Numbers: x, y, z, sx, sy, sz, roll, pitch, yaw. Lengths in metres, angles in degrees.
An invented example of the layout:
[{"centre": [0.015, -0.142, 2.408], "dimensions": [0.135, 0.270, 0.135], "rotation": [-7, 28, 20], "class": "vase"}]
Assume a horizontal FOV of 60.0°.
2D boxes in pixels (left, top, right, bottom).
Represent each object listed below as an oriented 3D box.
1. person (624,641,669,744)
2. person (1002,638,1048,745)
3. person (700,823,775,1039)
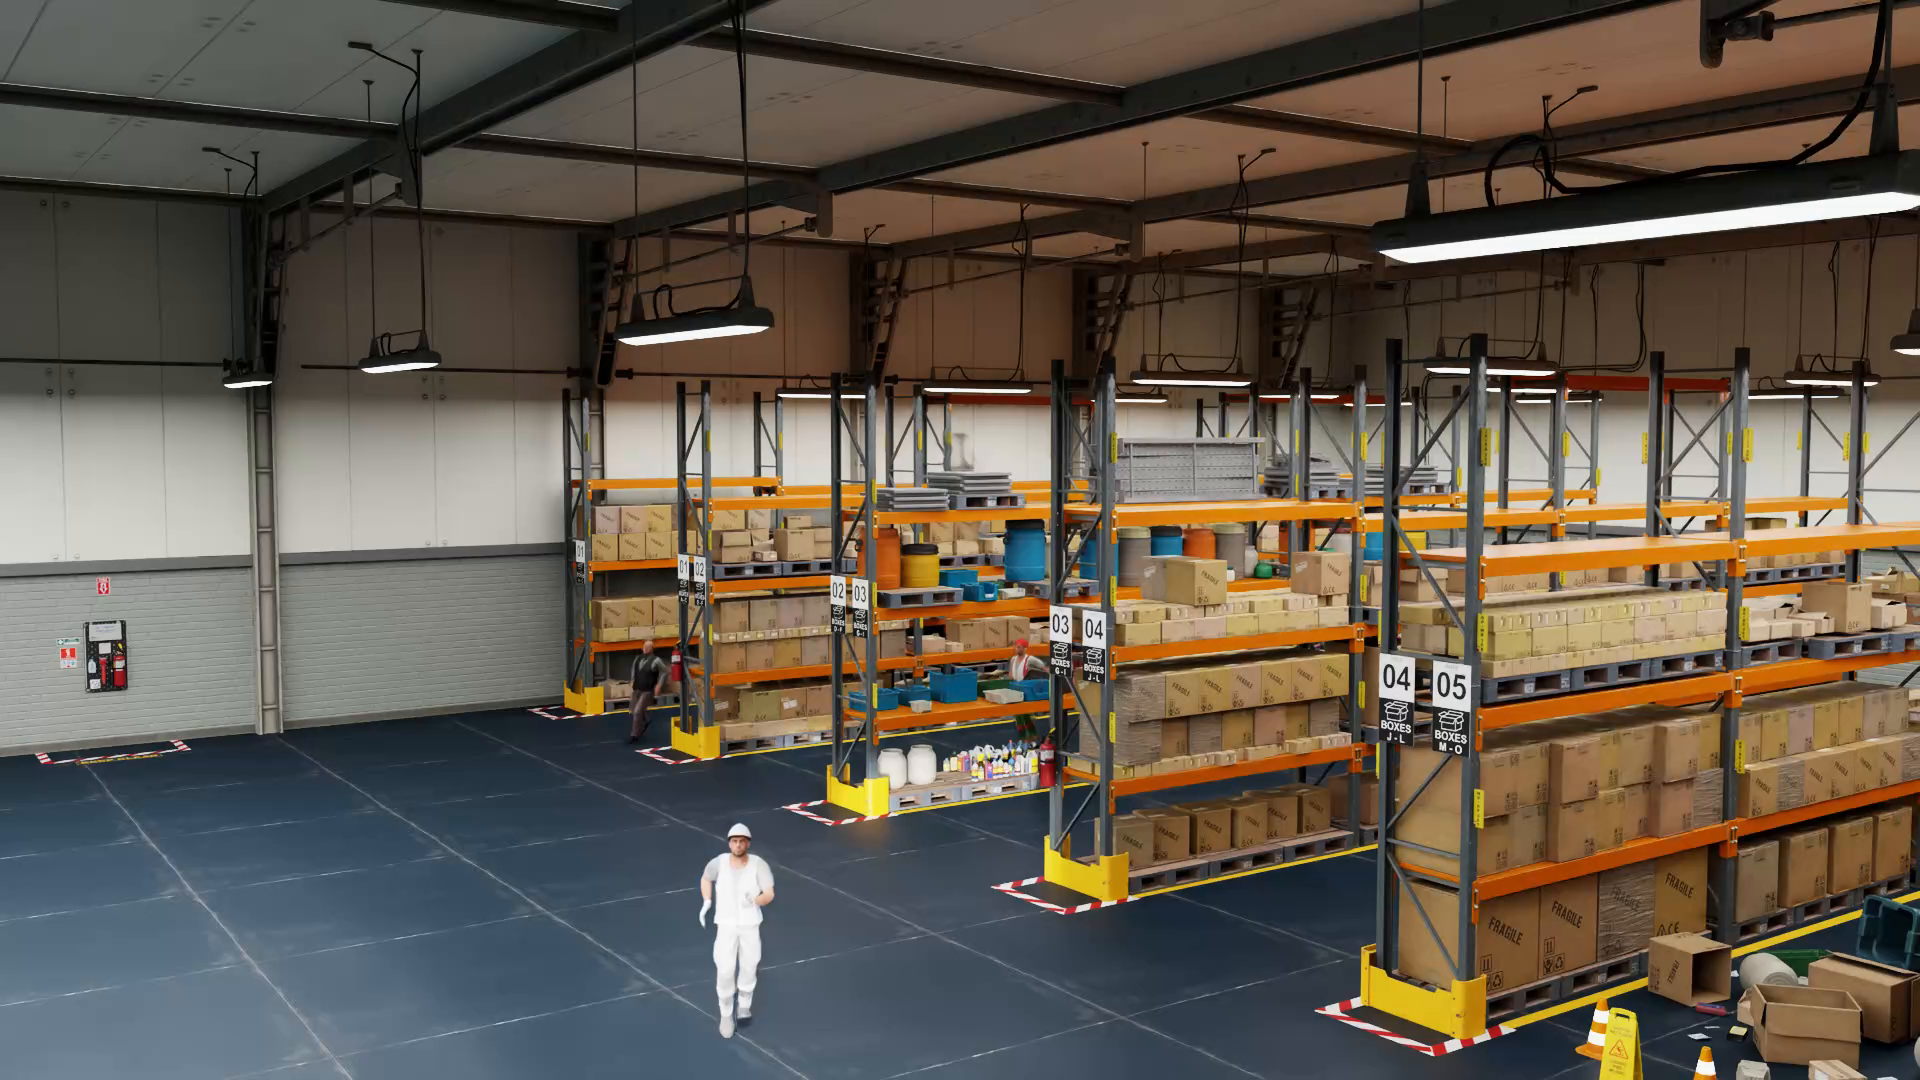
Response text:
[{"centre": [-5.248, 2.529, 27.923], "dimensions": [0.738, 1.700, 0.827], "rotation": [2, 4, 25], "class": "person"}, {"centre": [1.043, 2.538, 27.243], "dimensions": [0.770, 1.864, 0.680], "rotation": [-3, 5, -39], "class": "person"}, {"centre": [-1.918, 3.351, 14.327], "dimensions": [0.641, 1.817, 0.735], "rotation": [-1, 4, -8], "class": "person"}]
